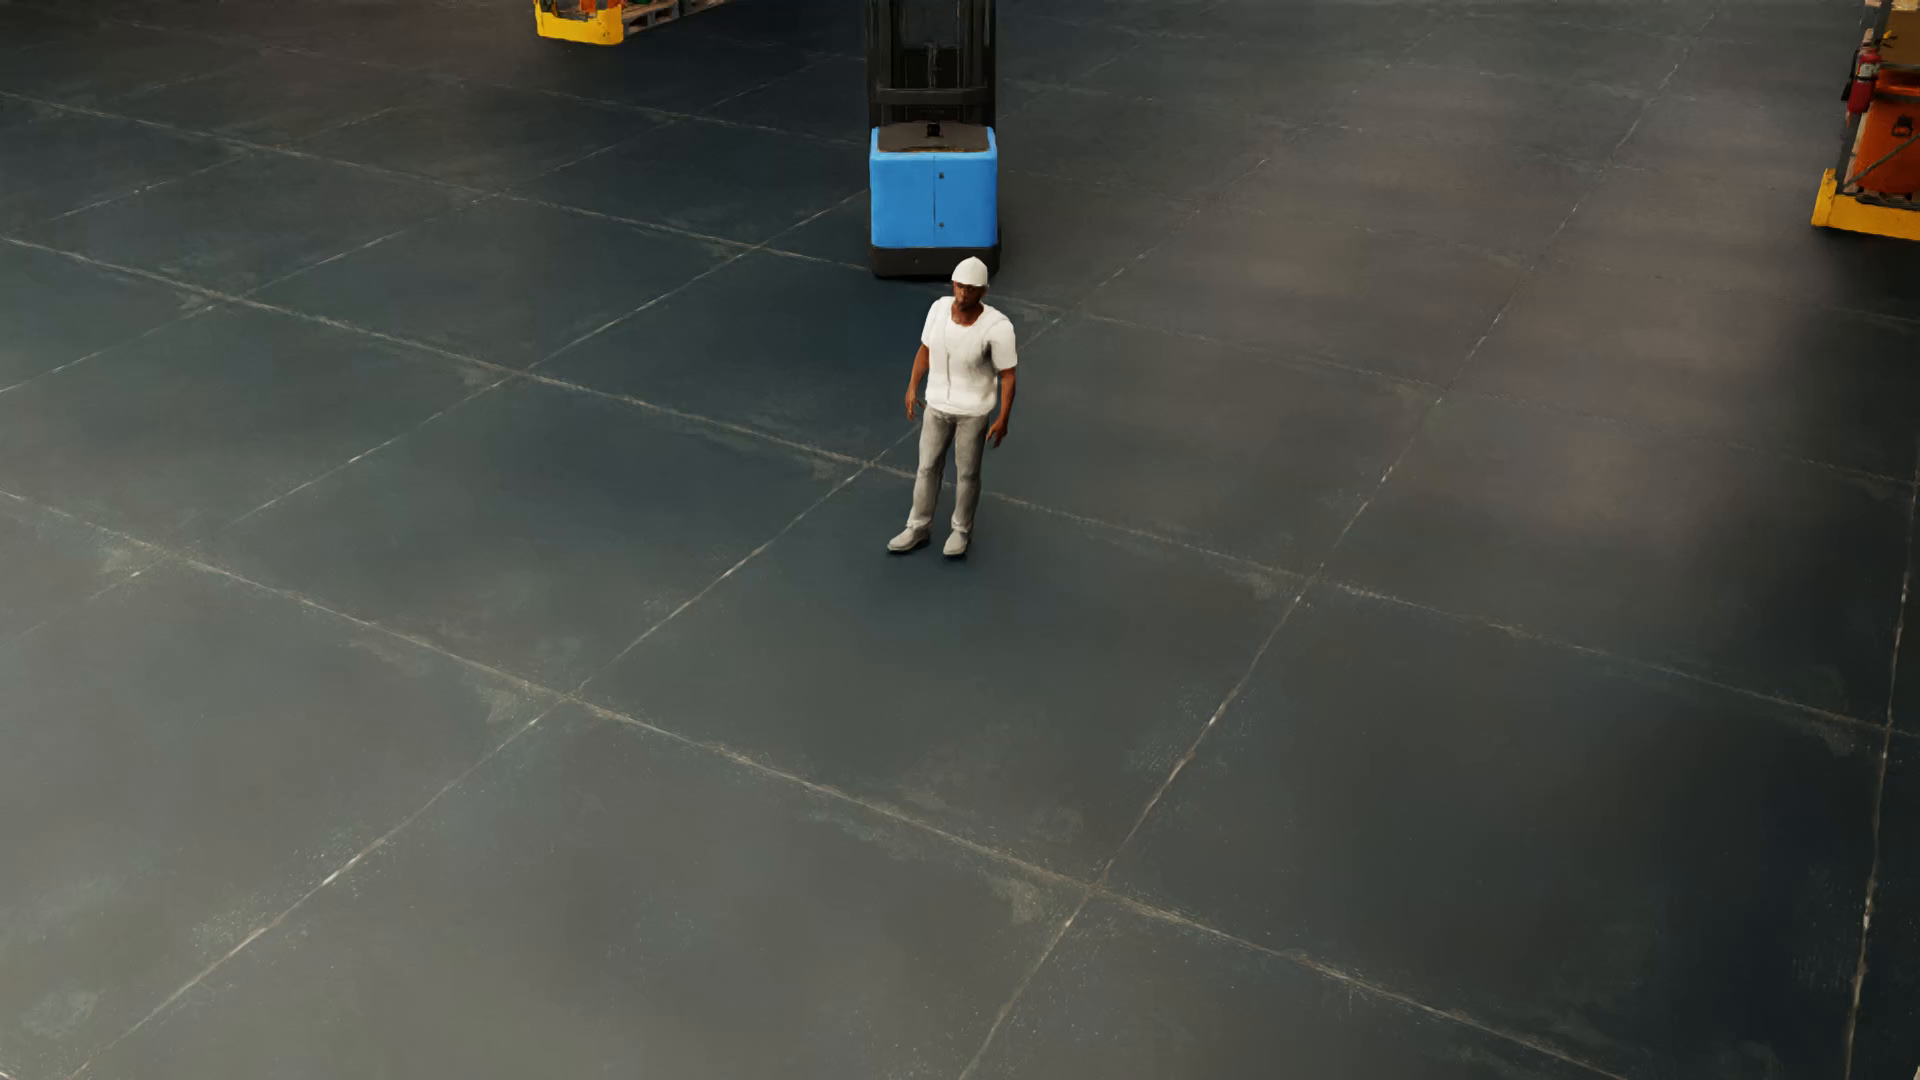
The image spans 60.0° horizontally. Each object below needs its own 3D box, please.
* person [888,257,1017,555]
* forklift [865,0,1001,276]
[{"bbox_3d":[-0.039,-0.742,9.507,0.665,1.766,0.576,15,33,25],"label":"person"},{"bbox_3d":[-0.249,-4.134,14.233,1.130,2.935,3.031,-1,30,-1],"label":"forklift"}]
